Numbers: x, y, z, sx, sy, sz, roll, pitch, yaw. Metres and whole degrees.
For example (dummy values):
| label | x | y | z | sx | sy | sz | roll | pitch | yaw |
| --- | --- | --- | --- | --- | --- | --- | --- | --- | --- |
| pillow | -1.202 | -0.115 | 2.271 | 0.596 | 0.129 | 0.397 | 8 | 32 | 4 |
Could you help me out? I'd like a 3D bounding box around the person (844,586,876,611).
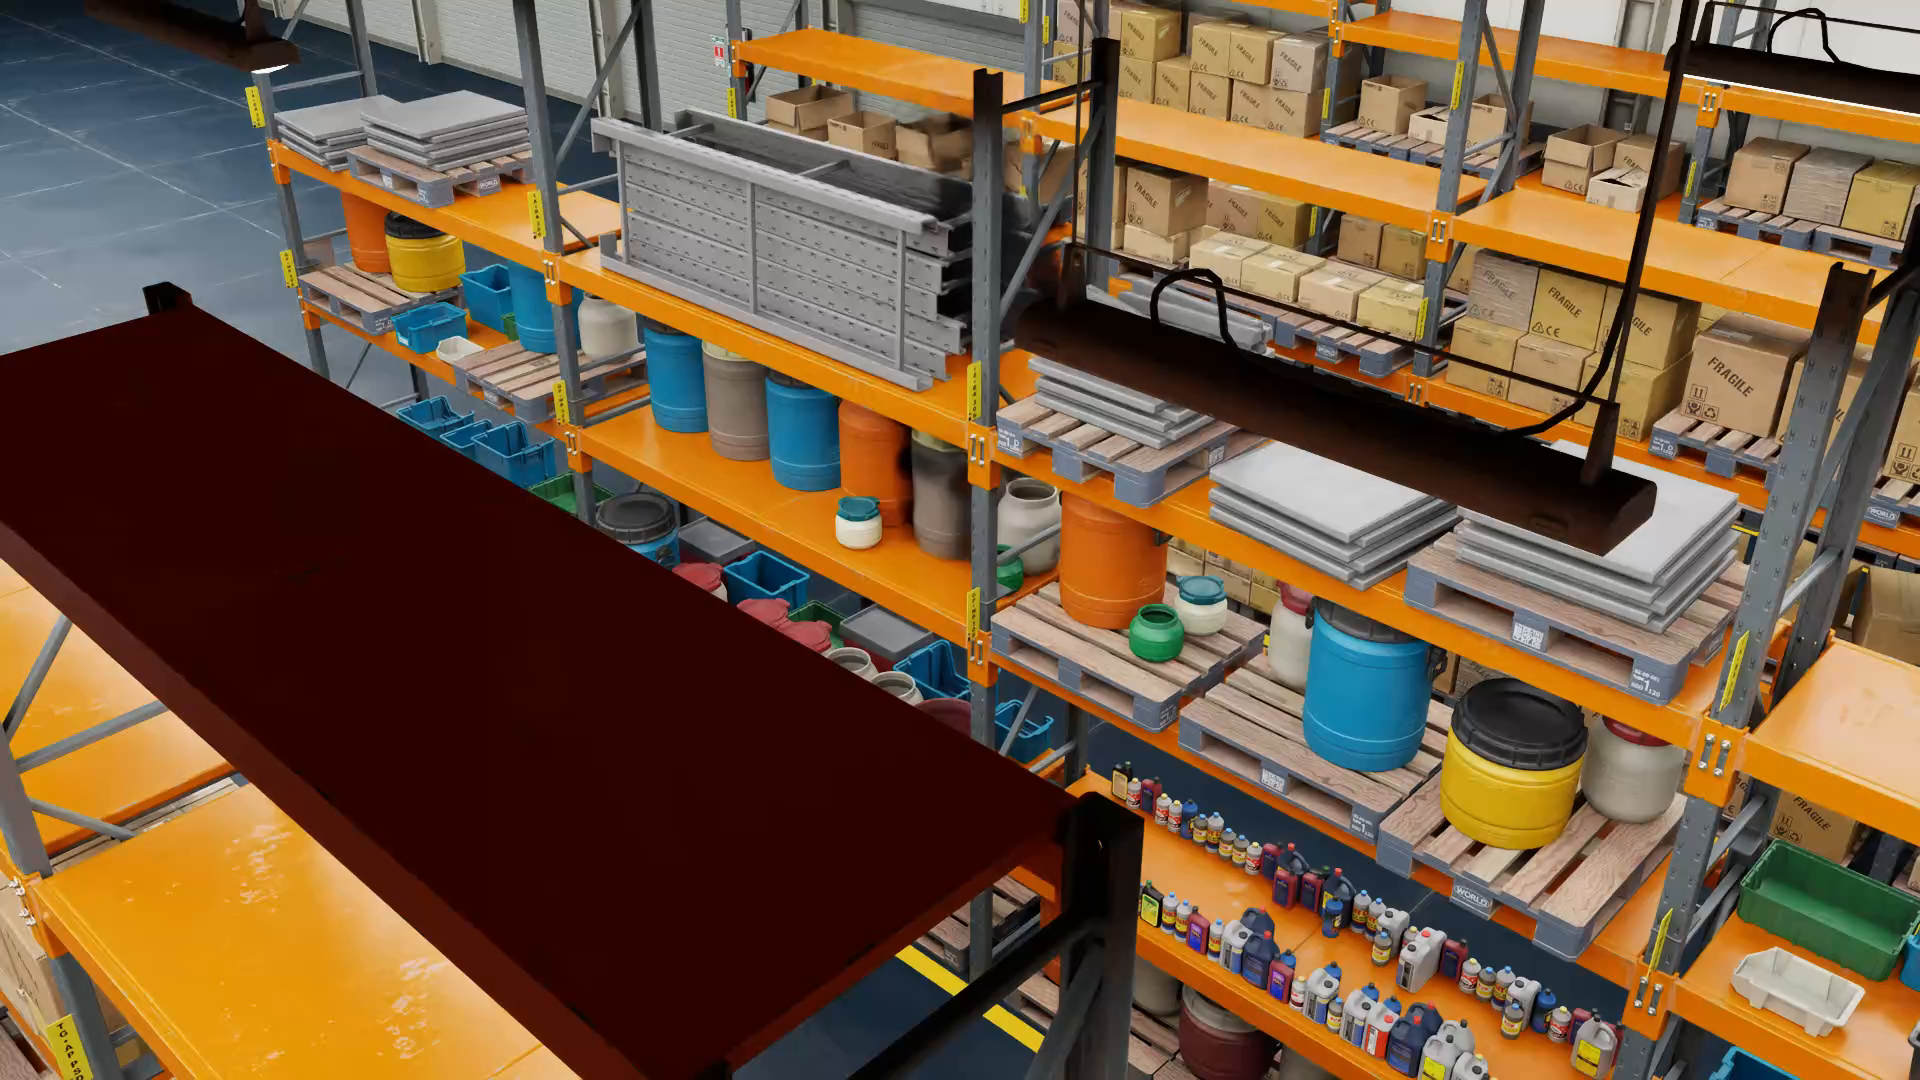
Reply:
| label | x | y | z | sx | sy | sz | roll | pitch | yaw |
| --- | --- | --- | --- | --- | --- | --- | --- | --- | --- |
| person | -0.606 | 0.525 | 13.573 | 0.749 | 1.772 | 0.899 | -18 | 34 | -29 |
